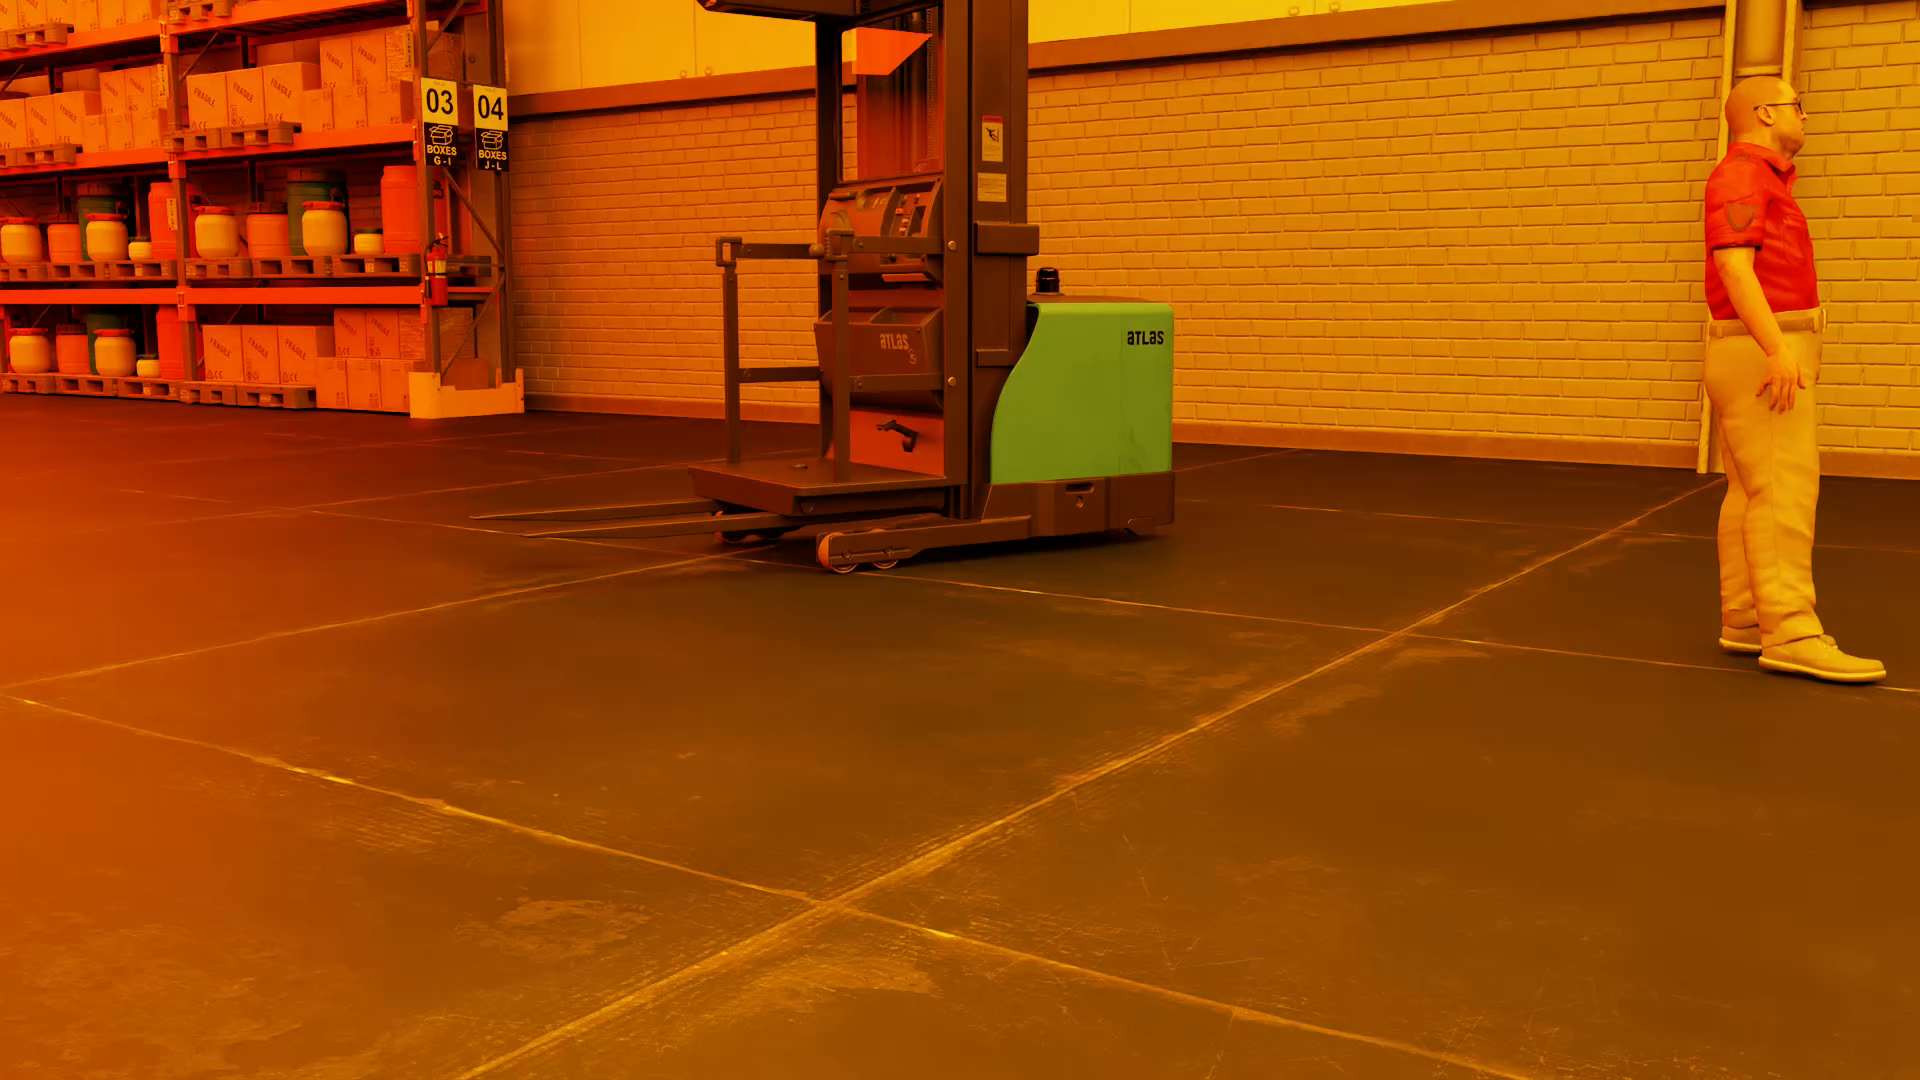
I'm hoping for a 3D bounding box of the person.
[{"bbox_3d":[2.480,-0.501,4.933,0.551,1.727,0.640,4,9,25],"label":"person"}]

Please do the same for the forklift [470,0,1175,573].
[{"bbox_3d":[-0.524,-1.402,7.054,3.031,2.935,1.130,-5,10,-33],"label":"forklift"}]
